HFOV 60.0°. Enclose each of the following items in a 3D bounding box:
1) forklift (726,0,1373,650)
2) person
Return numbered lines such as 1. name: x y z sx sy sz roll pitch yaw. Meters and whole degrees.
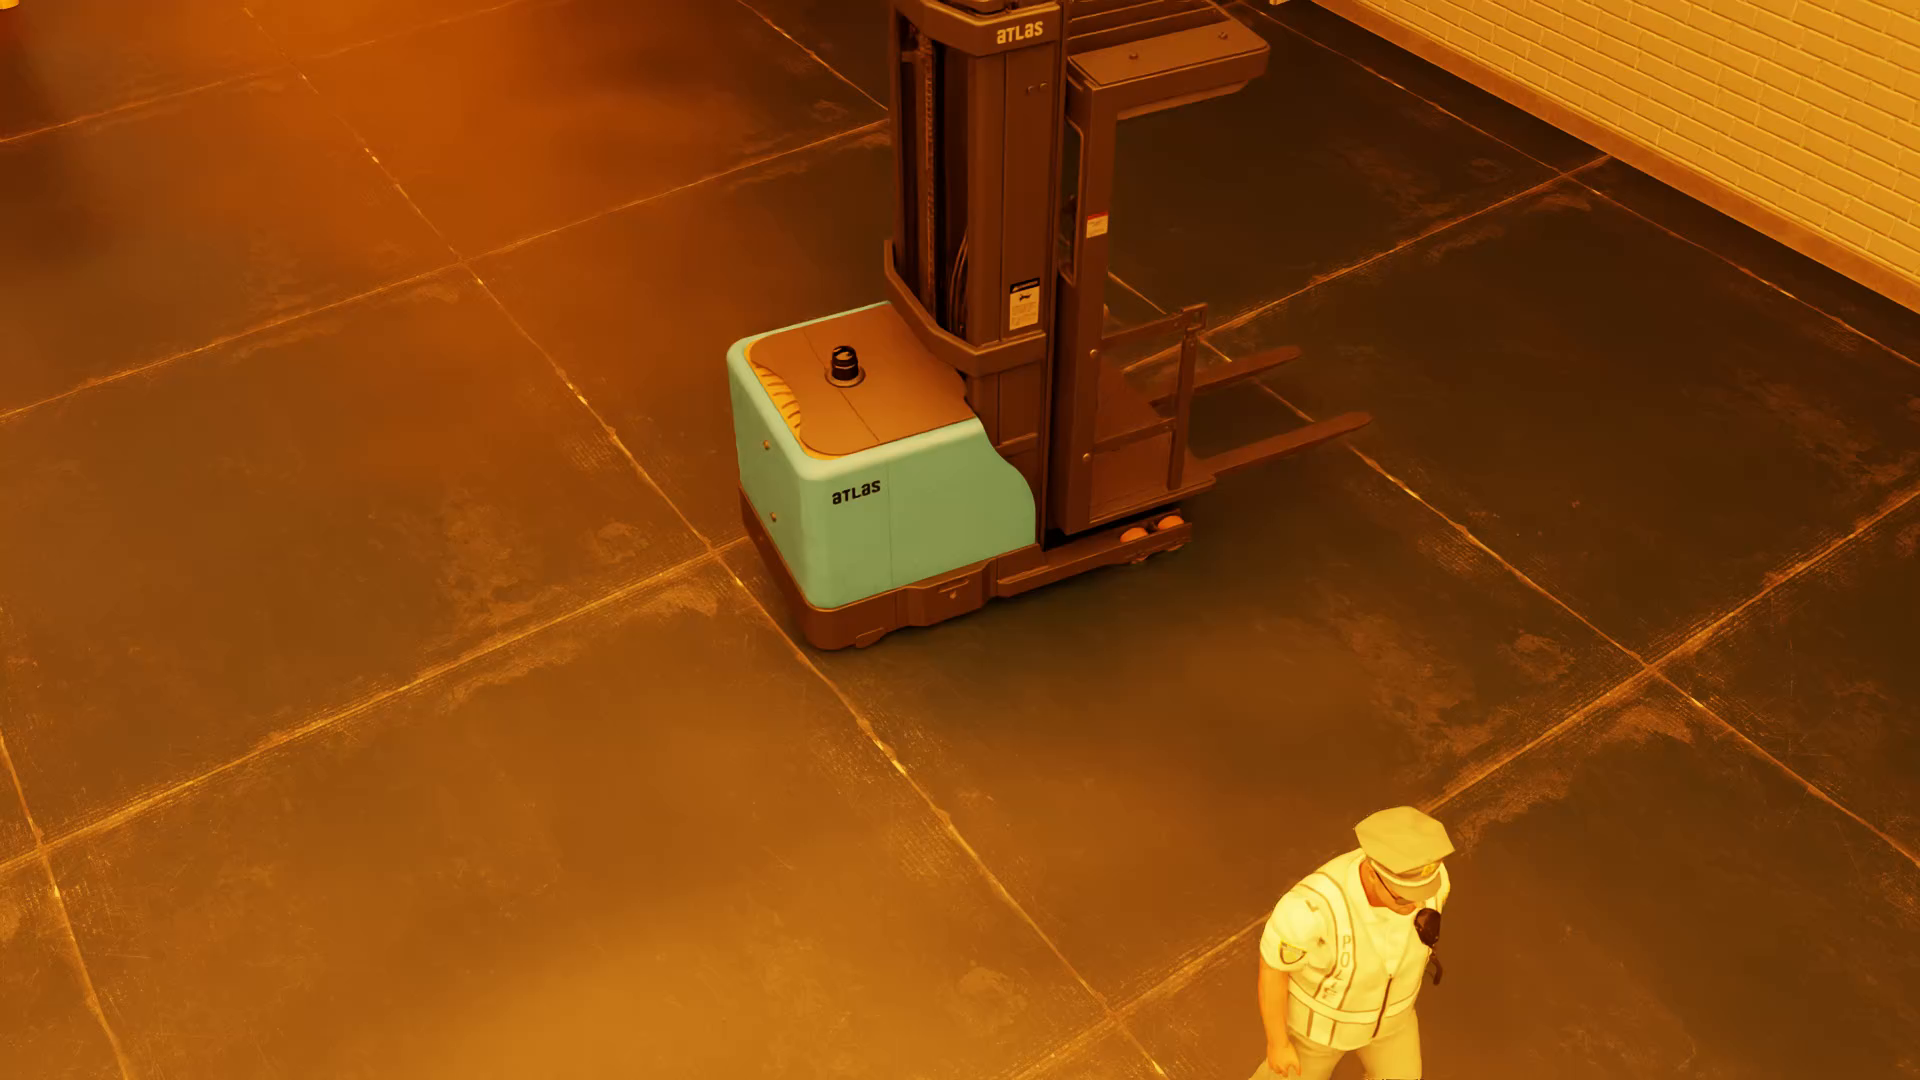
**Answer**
1. forklift: 0.526 -1.279 7.103 3.031 2.935 1.130 -18 46 -18
2. person: 1.199 1.453 5.054 0.631 1.791 0.542 -13 44 -14
